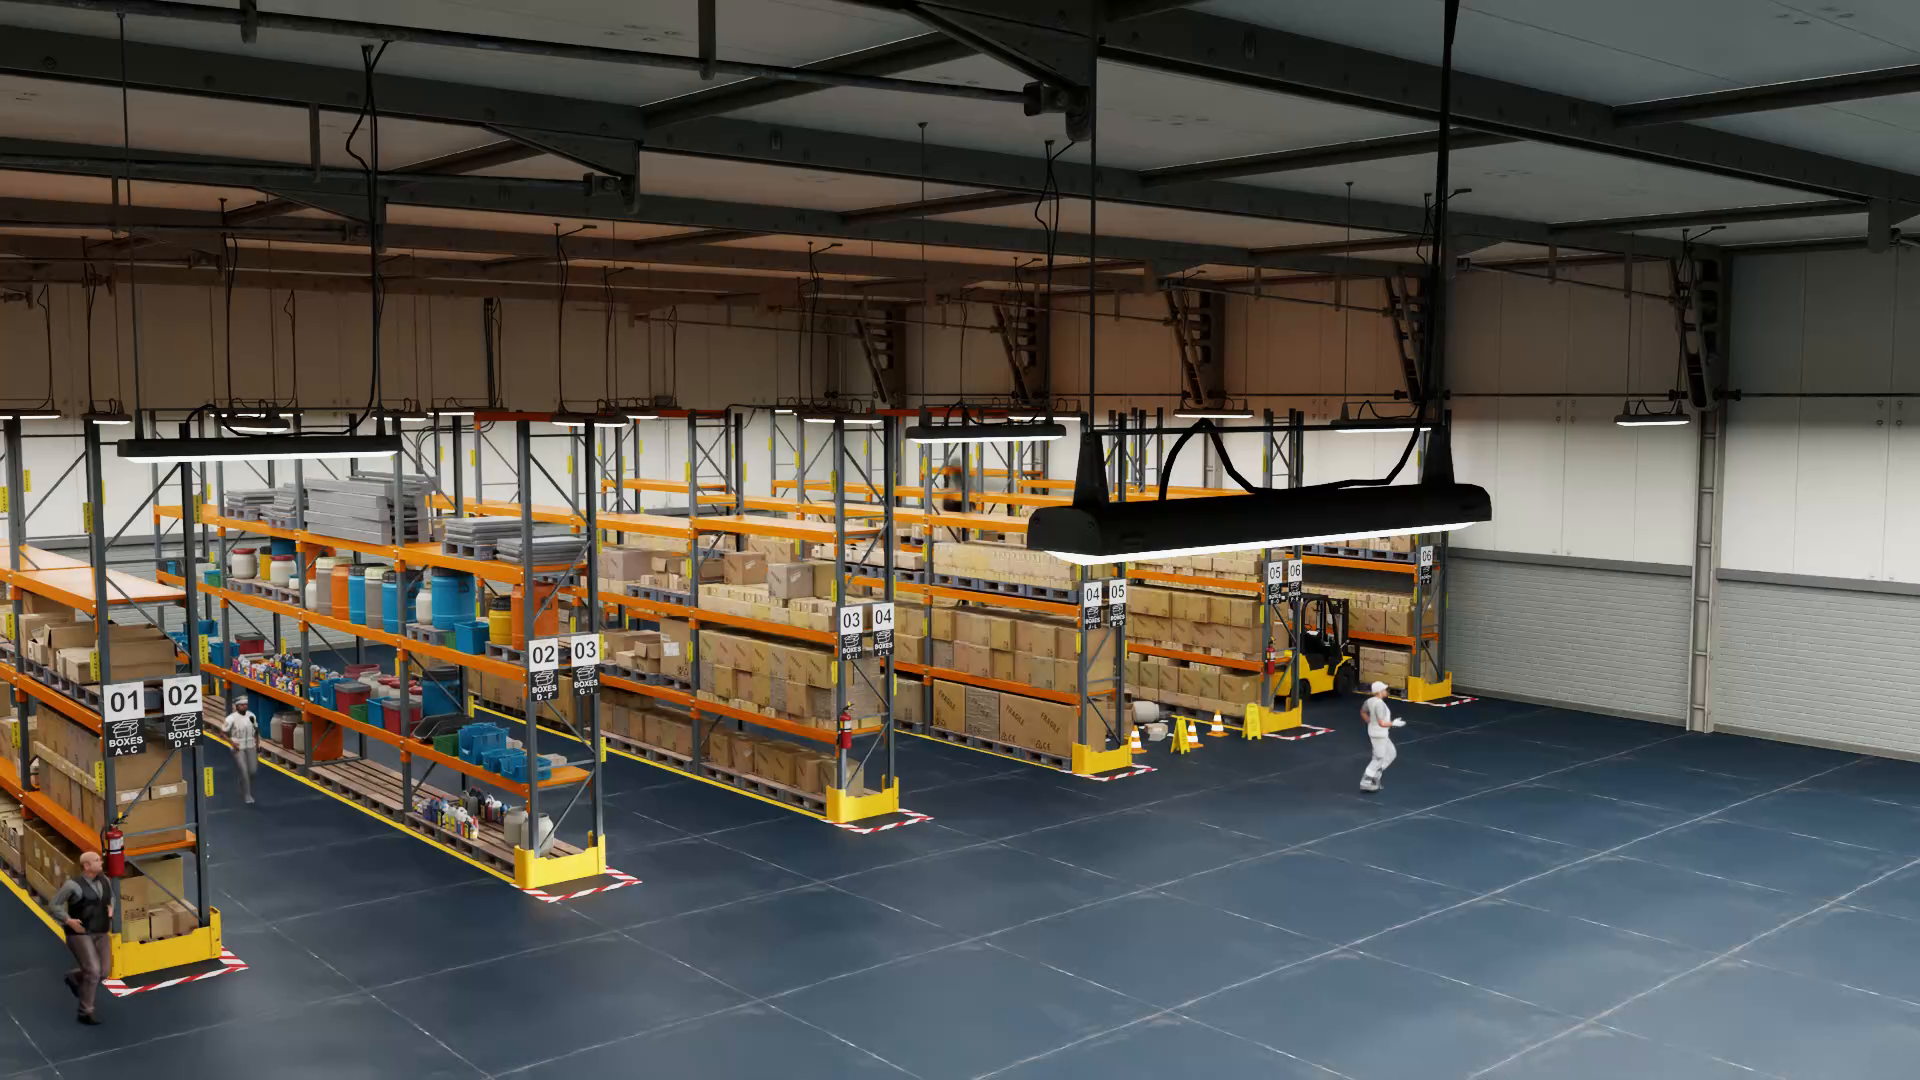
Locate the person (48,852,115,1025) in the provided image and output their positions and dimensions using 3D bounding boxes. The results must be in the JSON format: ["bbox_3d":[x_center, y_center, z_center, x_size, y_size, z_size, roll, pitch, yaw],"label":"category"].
[{"bbox_3d":[-8.922,4.026,17.029,0.777,1.675,0.688,2,5,20],"label":"person"}]

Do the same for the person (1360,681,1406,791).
[{"bbox_3d":[6.714,3.122,26.448,0.677,1.770,0.620,0,5,6],"label":"person"}]

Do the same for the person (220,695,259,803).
[{"bbox_3d":[-11.182,3.230,25.864,0.601,1.672,0.587,5,7,43],"label":"person"}]
